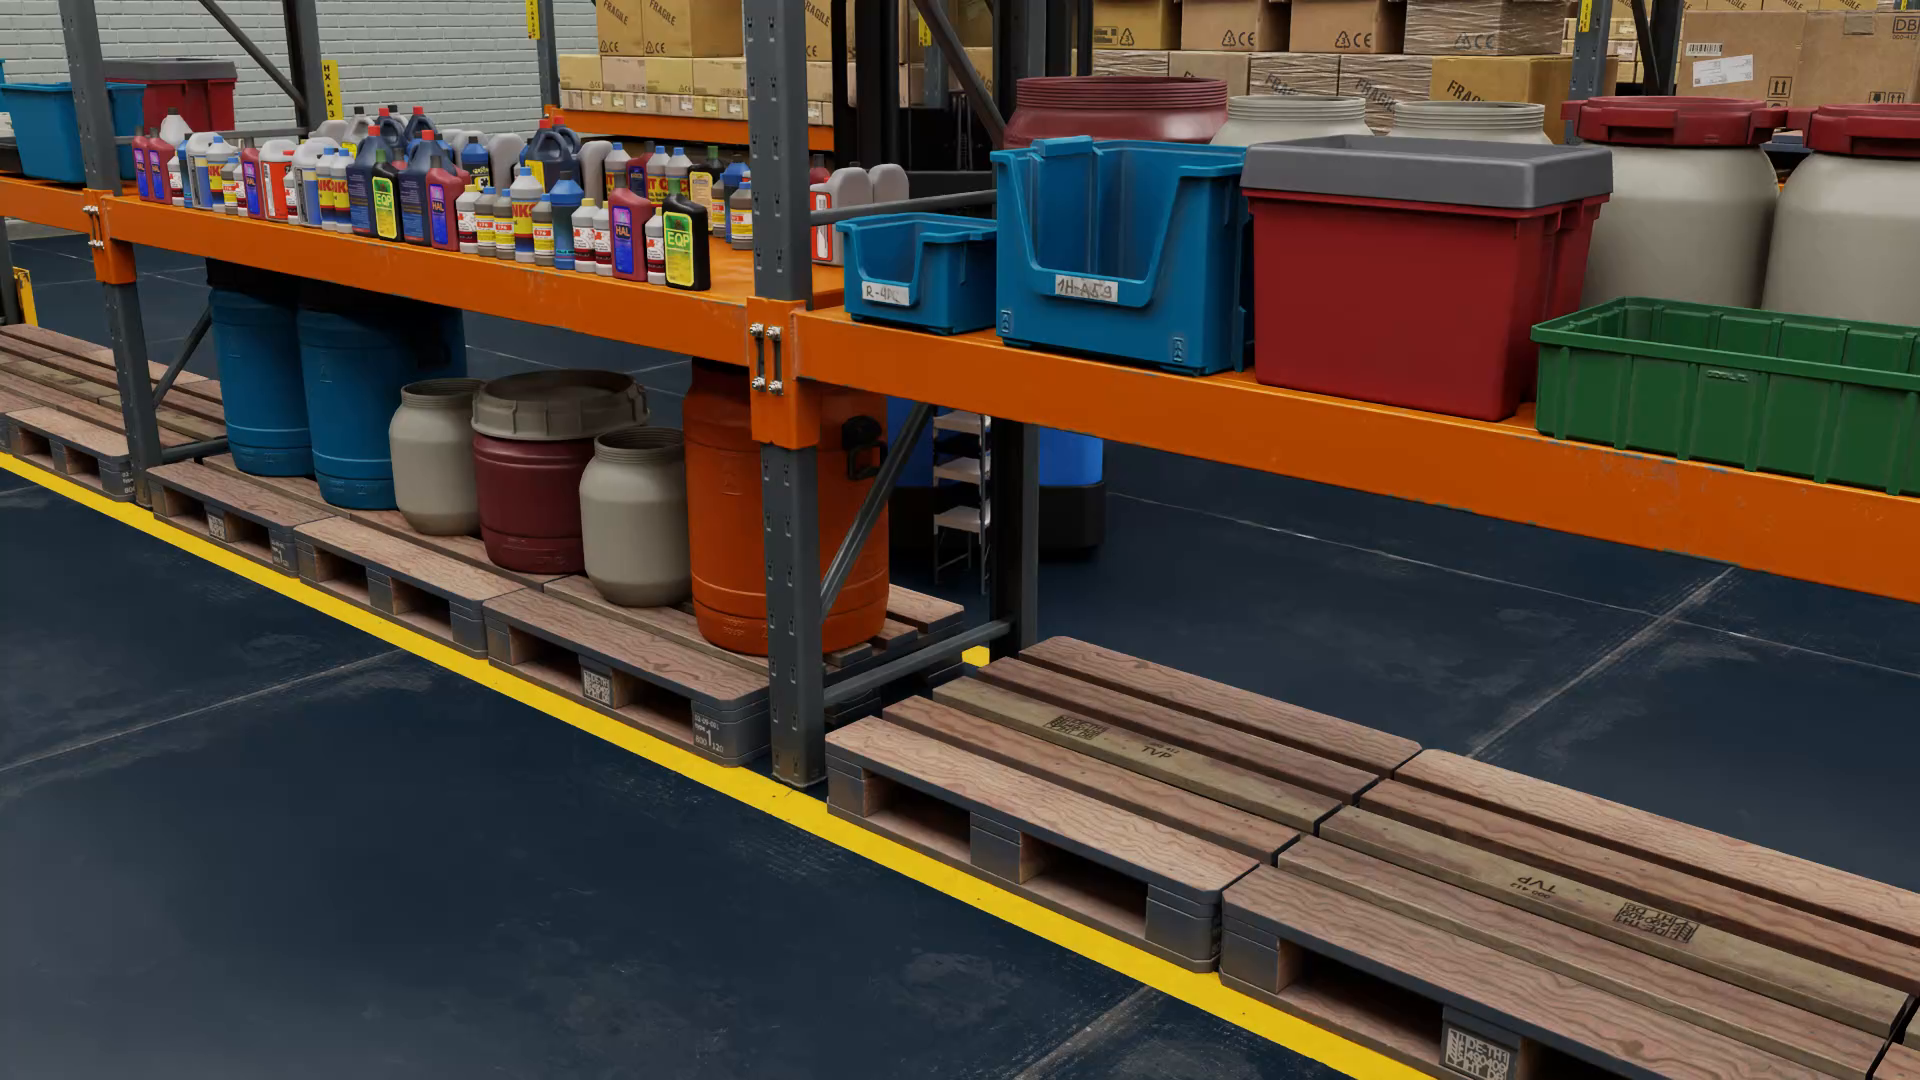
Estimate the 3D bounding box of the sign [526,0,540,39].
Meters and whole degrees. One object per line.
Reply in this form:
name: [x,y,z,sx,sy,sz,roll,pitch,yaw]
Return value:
sign: [-3.206,-3.929,12.471,0.005,0.325,0.100,15,23,39]

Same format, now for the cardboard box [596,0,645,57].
cardboard box: [-2.279,-3.773,12.058,0.500,0.500,0.500,14,23,38]

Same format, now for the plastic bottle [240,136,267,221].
plastic bottle: [-2.474,-1.275,5.864,0.133,0.283,0.061,15,23,39]

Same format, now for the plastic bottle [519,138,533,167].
plastic bottle: [-1.531,-1.306,5.981,0.097,0.271,0.097,0,18,0]

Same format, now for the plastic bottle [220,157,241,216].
plastic bottle: [-2.621,-1.283,6.024,0.097,0.201,0.097,0,18,0]

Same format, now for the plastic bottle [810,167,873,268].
plastic bottle: [-0.347,-0.943,4.828,0.135,0.276,0.152,15,23,39]

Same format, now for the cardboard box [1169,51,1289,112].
cardboard box: [1.477,-2.395,9.034,0.500,0.500,0.500,16,23,40]

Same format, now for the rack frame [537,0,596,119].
rack frame: [-2.833,-3.603,13.006,0.127,3.000,1.000,15,23,39]

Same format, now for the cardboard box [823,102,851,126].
cardboard box: [-0.671,-2.771,10.798,0.250,0.149,0.380,15,23,38]

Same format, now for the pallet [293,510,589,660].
pallet: [-1.663,0.059,6.077,1.213,0.211,1.003,15,23,39]

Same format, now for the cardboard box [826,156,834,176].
cardboard box: [-0.282,-2.138,11.208,0.875,0.875,0.875,15,23,39]

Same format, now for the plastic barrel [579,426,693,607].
plastic barrel: [-0.996,-0.078,5.317,0.421,0.512,0.421,0,18,0]

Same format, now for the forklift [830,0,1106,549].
forklift: [0.003,-1.755,7.296,1.130,2.935,3.031,0,18,-1]

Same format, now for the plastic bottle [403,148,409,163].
plastic bottle: [-1.860,-1.170,5.554,0.097,0.271,0.097,0,18,0]

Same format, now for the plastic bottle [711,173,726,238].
plastic bottle: [-0.761,-1.091,5.418,0.097,0.201,0.097,0,18,0]

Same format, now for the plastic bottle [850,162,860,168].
plastic bottle: [-0.315,-1.004,5.030,0.097,0.271,0.097,0,18,0]

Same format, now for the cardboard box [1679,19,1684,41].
cardboard box: [5.263,-3.614,11.777,0.250,0.149,0.380,16,24,41]

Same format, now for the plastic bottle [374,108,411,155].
plastic bottle: [-2.182,-1.476,6.384,0.185,0.351,0.144,15,23,39]

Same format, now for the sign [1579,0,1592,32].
sign: [2.784,-2.422,7.372,0.005,0.325,0.100,15,23,39]

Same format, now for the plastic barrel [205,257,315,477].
plastic barrel: [-2.733,-0.766,6.842,0.708,0.901,0.600,15,23,39]

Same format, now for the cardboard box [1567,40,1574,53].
cardboard box: [4.687,-3.627,12.312,0.250,0.149,0.380,14,23,38]

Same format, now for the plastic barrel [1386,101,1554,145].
plastic barrel: [1.089,-0.687,3.632,0.421,0.512,0.421,0,18,0]

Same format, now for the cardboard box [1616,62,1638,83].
cardboard box: [4.888,-3.433,12.191,0.250,0.149,0.380,16,24,41]

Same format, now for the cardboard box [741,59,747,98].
cardboard box: [-1.116,-3.105,11.194,0.500,0.250,0.500,16,23,40]

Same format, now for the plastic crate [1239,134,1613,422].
plastic crate: [0.868,-0.513,3.164,0.583,0.464,0.402,15,23,39]

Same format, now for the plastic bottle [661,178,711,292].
plastic bottle: [-0.723,-0.805,4.383,0.133,0.283,0.061,15,23,39]

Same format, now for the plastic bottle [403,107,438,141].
plastic bottle: [-2.086,-1.508,6.487,0.185,0.351,0.144,15,23,39]

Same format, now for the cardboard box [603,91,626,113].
cardboard box: [-2.402,-3.235,12.261,0.250,0.149,0.380,14,23,38]

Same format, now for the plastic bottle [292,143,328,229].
plastic bottle: [-2.170,-1.209,5.666,0.135,0.276,0.152,15,23,39]

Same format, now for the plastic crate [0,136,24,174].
plastic crate: [-4.144,-1.741,7.494,0.590,0.125,0.437,15,23,39]

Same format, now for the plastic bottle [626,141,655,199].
plastic bottle: [-1.080,-1.223,5.699,0.133,0.283,0.061,15,23,39]

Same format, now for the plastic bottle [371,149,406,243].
plastic bottle: [-1.816,-1.099,5.308,0.133,0.283,0.061,15,23,39]

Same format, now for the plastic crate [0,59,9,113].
plastic crate: [-5.746,-2.503,9.382,0.499,0.435,0.616,15,23,39]

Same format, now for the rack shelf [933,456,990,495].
rack shelf: [0.057,-0.242,5.996,0.200,0.077,0.258,11,21,32]

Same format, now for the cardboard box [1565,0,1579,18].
cardboard box: [6.200,-5.599,17.476,0.500,0.500,0.500,15,23,39]

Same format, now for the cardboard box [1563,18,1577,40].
cardboard box: [4.484,-3.823,12.438,0.250,0.149,0.380,16,24,41]

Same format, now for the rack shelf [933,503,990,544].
rack shelf: [0.057,-0.070,6.051,0.200,0.077,0.258,11,21,32]

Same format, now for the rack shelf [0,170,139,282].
rack shelf: [-4.625,-1.738,8.319,4.000,0.370,1.077,15,23,39]

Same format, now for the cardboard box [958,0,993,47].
cardboard box: [-0.030,-3.382,10.825,0.500,0.500,0.500,15,23,39]

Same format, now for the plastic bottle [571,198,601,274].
plastic bottle: [-1.043,-0.859,4.689,0.097,0.201,0.097,0,18,0]

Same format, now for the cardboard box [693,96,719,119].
cardboard box: [-1.635,-3.029,11.612,0.250,0.149,0.380,14,23,38]

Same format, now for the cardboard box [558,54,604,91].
cardboard box: [-2.653,-3.516,12.488,0.500,0.250,0.500,14,23,38]

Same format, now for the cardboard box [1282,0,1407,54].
cardboard box: [2.129,-2.805,8.666,0.637,0.503,0.797,16,23,40]

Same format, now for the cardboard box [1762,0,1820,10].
cardboard box: [8.038,-5.113,15.947,0.500,0.500,0.500,15,23,38]

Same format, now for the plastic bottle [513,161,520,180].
plastic bottle: [-1.590,-1.313,6.120,0.097,0.201,0.097,0,18,0]

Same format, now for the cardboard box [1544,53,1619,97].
cardboard box: [2.967,-2.204,8.431,0.500,0.500,0.500,16,24,41]

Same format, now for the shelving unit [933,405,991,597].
shelving unit: [0.057,-0.274,5.986,0.210,0.900,0.258,11,21,32]

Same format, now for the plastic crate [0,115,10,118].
plastic crate: [-5.183,-2.201,8.925,0.243,0.136,0.396,15,23,39]

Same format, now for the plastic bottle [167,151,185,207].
plastic bottle: [-2.940,-1.369,6.294,0.097,0.201,0.097,0,18,0]

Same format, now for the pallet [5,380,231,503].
pallet: [-3.705,-0.489,7.804,1.213,0.211,1.003,15,23,39]

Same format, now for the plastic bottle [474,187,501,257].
plastic bottle: [-1.407,-0.957,4.997,0.097,0.201,0.097,0,18,0]

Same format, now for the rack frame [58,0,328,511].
rack frame: [-3.129,-1.679,6.944,0.127,3.000,1.000,15,23,39]
